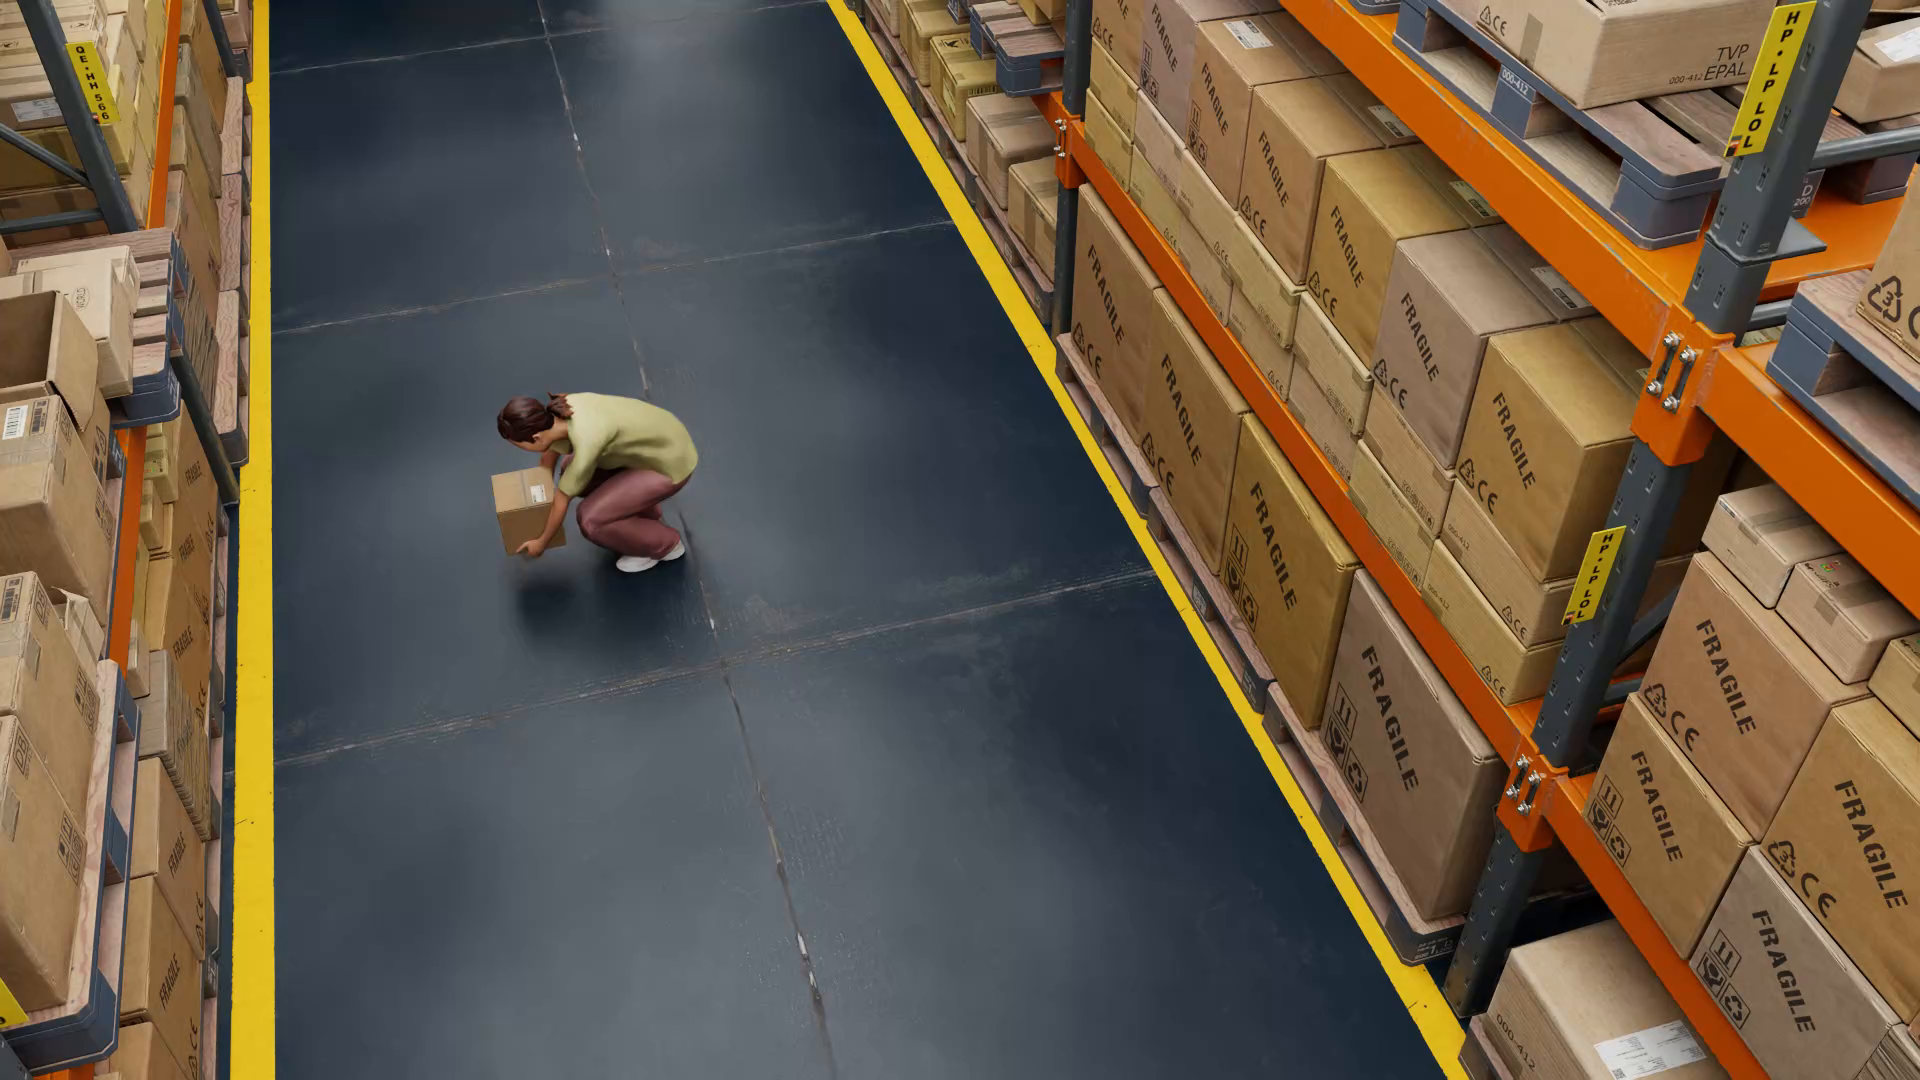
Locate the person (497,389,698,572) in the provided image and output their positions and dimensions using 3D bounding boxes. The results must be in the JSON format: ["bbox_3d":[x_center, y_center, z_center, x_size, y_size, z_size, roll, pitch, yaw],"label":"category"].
[{"bbox_3d":[-1.520,-0.290,7.034,0.824,0.935,0.454,-13,44,-14],"label":"person"}]
